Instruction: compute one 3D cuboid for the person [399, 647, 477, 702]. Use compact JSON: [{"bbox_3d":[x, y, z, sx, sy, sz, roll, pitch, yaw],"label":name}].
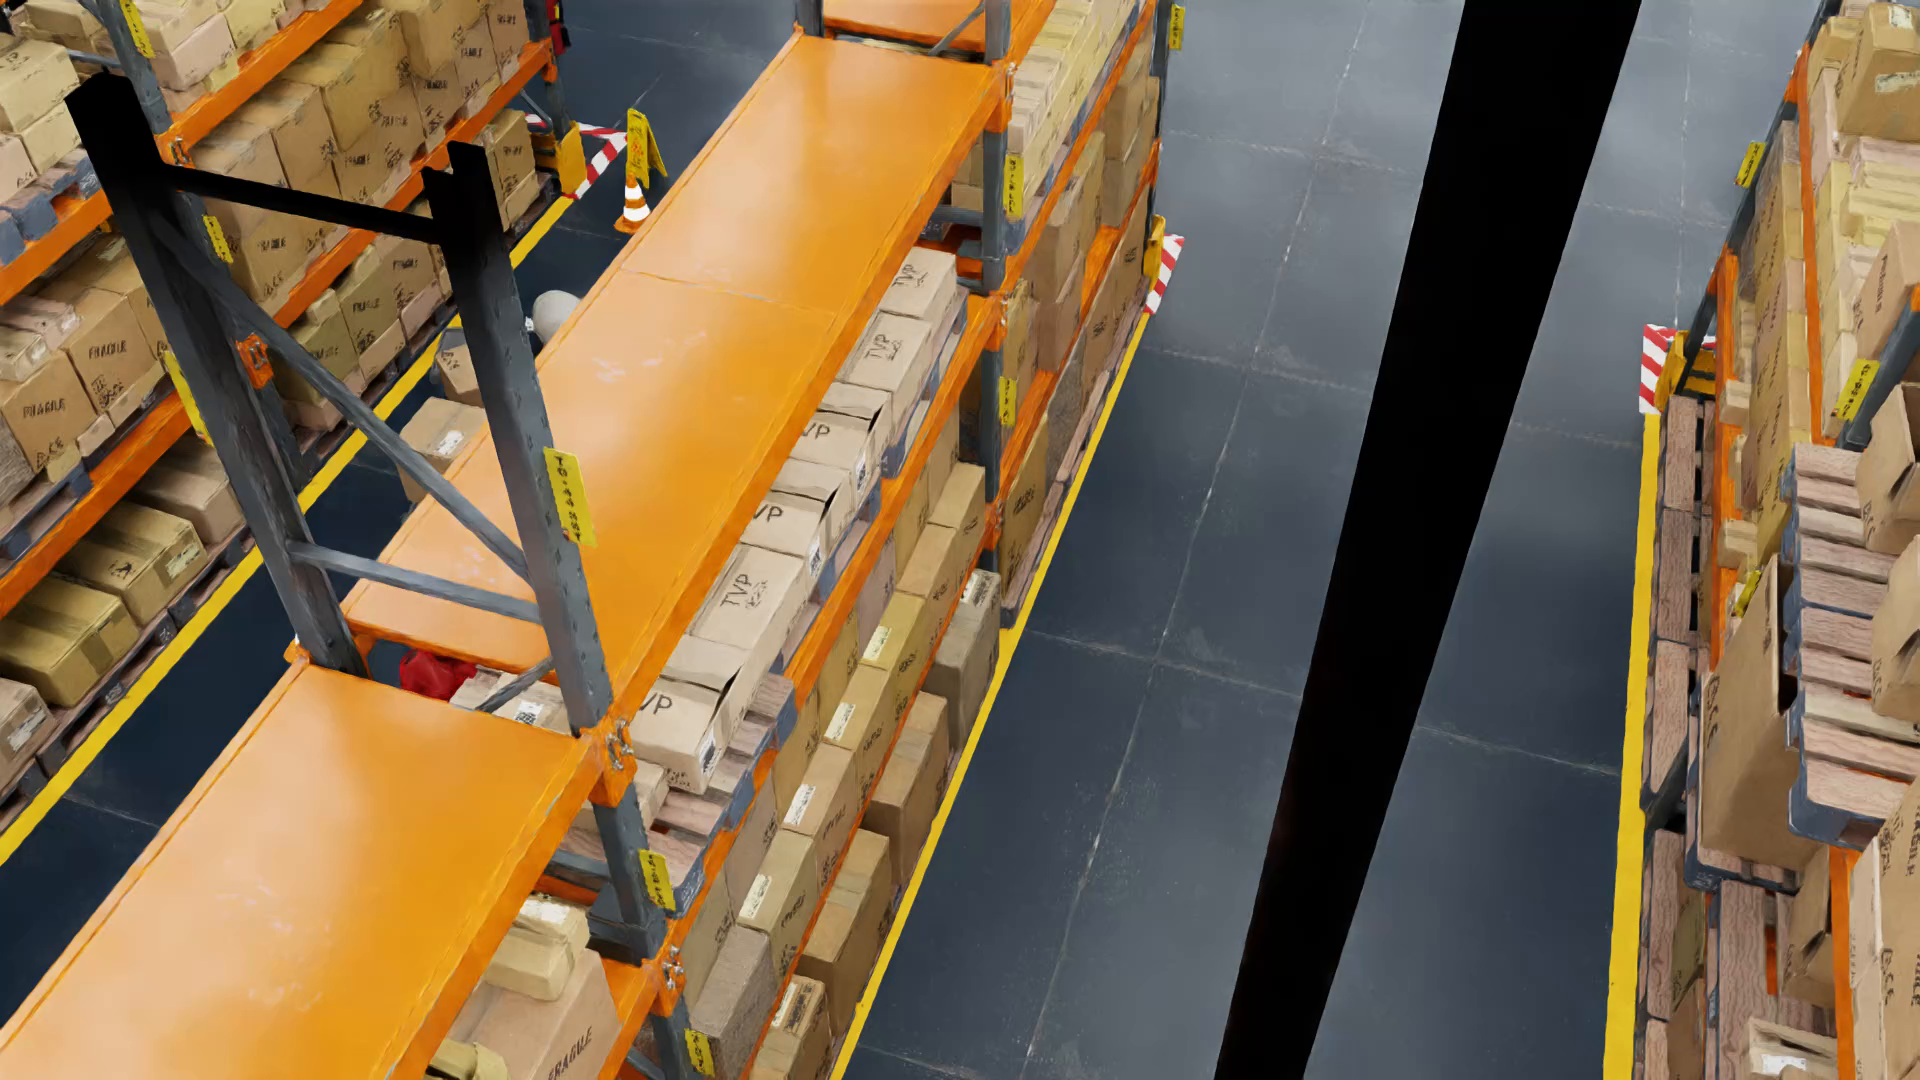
[{"bbox_3d":[-2.600,1.008,8.922,0.588,1.698,0.510,-32,54,-27],"label":"person"}]
